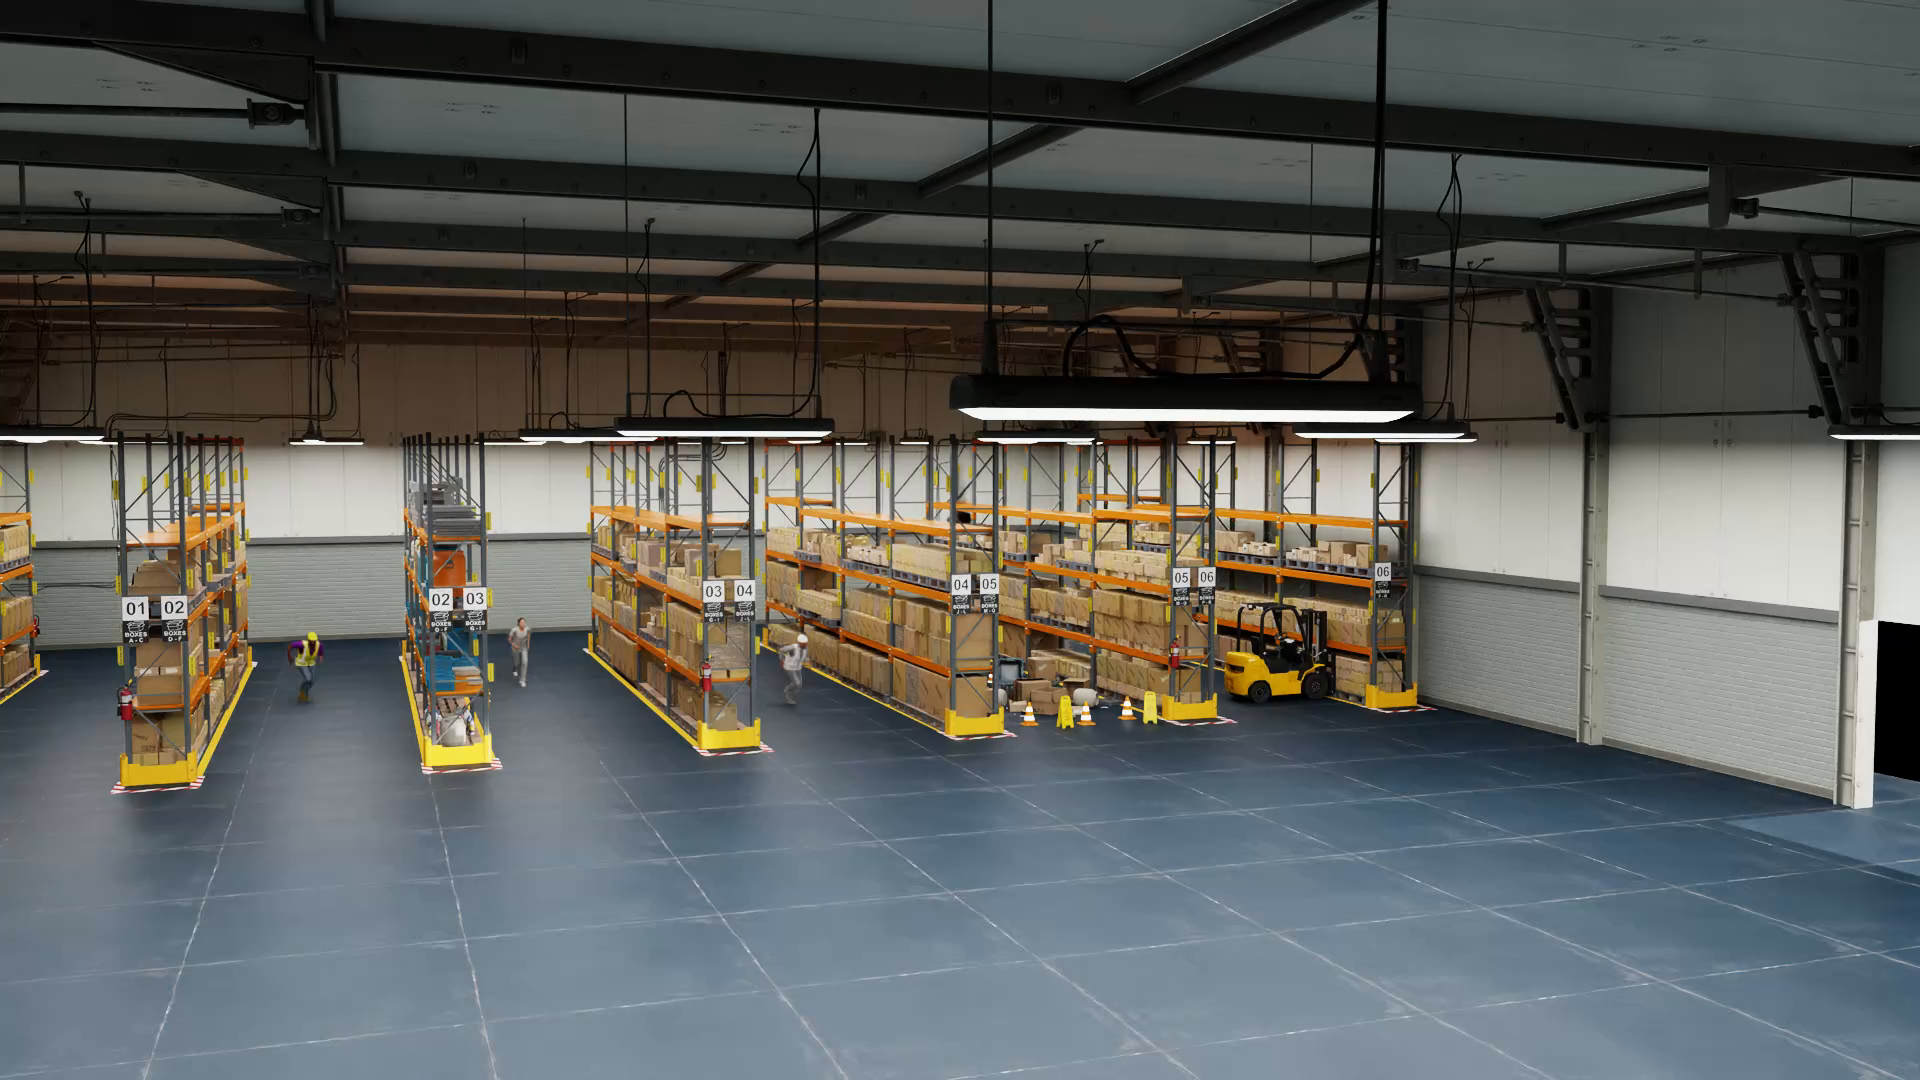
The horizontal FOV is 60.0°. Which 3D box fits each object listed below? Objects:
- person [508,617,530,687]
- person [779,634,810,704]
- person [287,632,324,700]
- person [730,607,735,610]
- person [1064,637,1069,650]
[{"bbox_3d":[-10.661,2.685,40.240,0.563,1.658,1.048,-2,4,-29],"label":"person"},{"bbox_3d":[-3.679,2.876,36.924,0.684,1.599,0.866,-3,4,-45],"label":"person"},{"bbox_3d":[-14.714,2.850,37.401,0.892,1.578,0.738,3,4,43],"label":"person"},{"bbox_3d":[-6.944,2.040,50.099,0.651,1.837,0.894,-1,3,-18],"label":"person"},{"bbox_3d":[2.849,2.334,45.412,0.675,1.807,0.693,-1,3,-20],"label":"person"}]
